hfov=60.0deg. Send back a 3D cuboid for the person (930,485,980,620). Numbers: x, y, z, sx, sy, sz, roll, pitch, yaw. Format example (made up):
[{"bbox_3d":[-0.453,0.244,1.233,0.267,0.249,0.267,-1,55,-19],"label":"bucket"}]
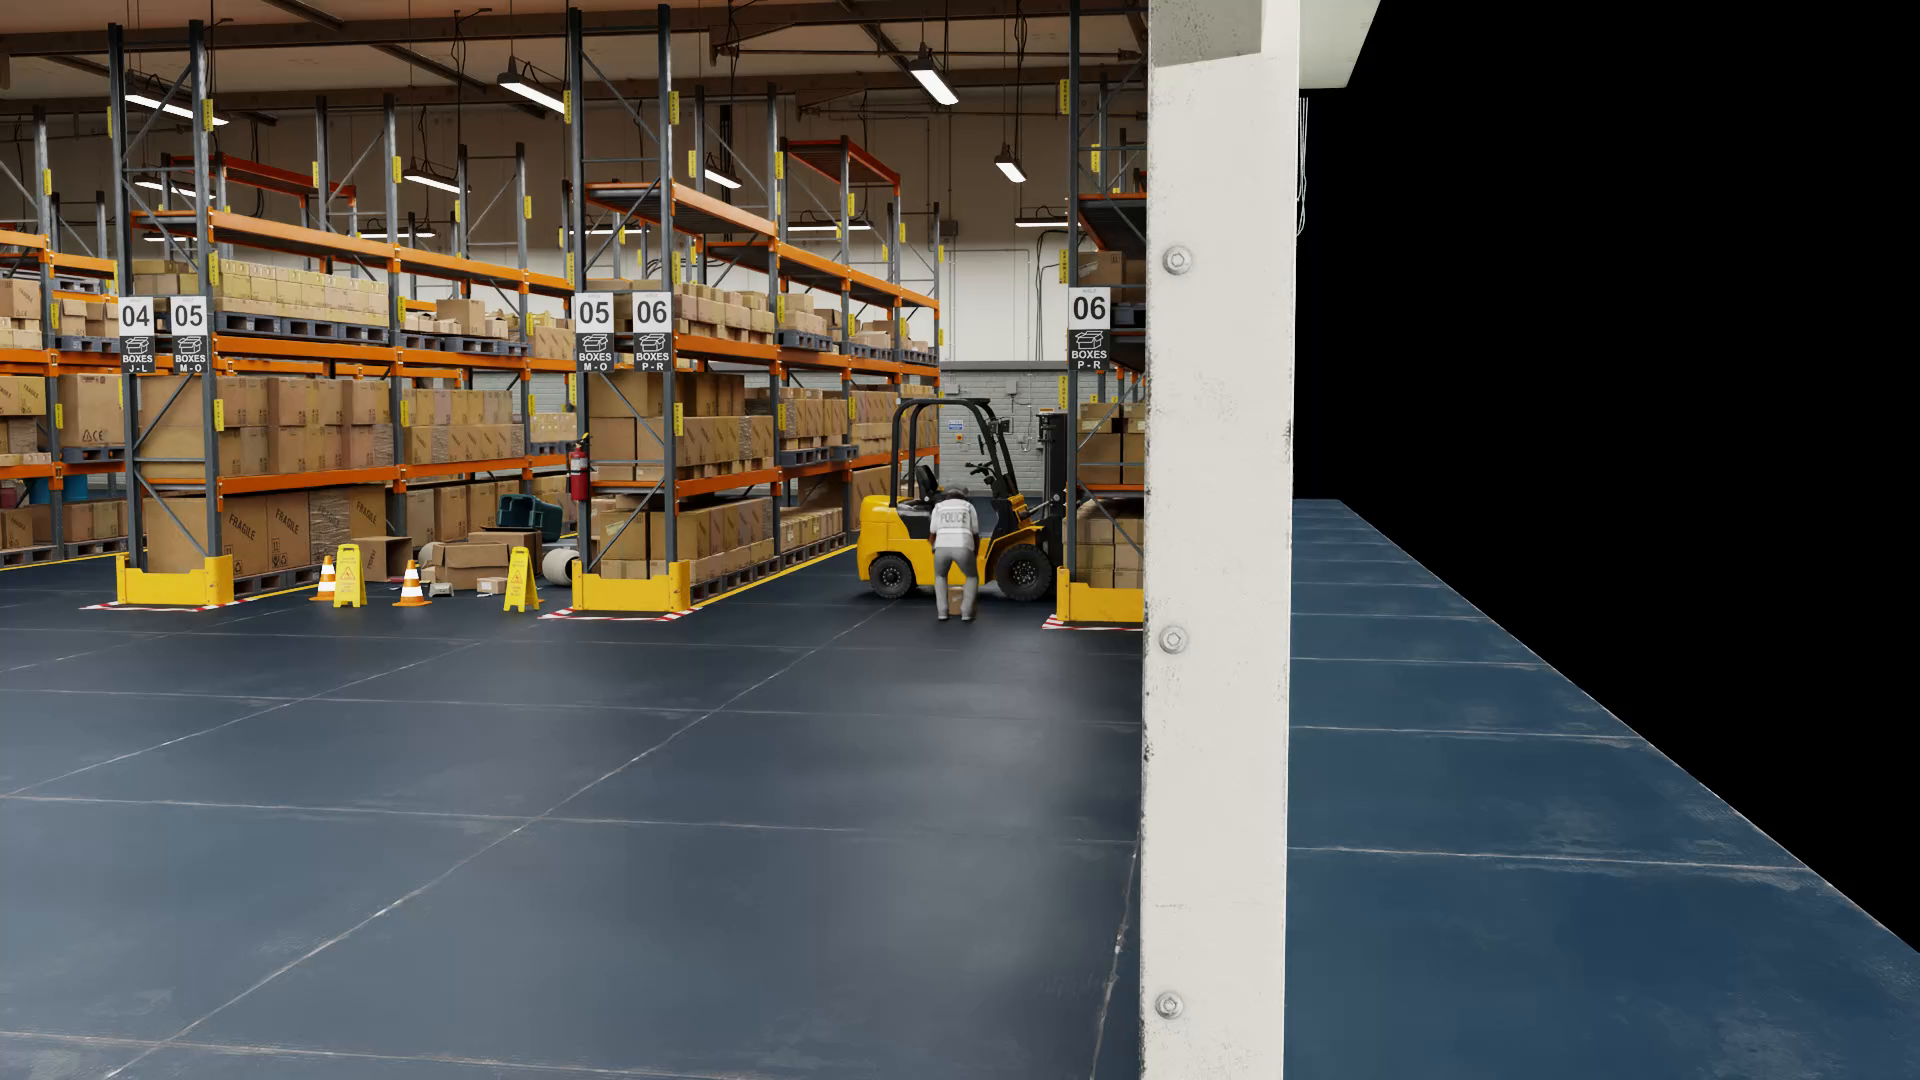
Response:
[{"bbox_3d":[-0.066,0.127,16.184,0.496,1.294,0.755,1,5,9],"label":"person"}]
